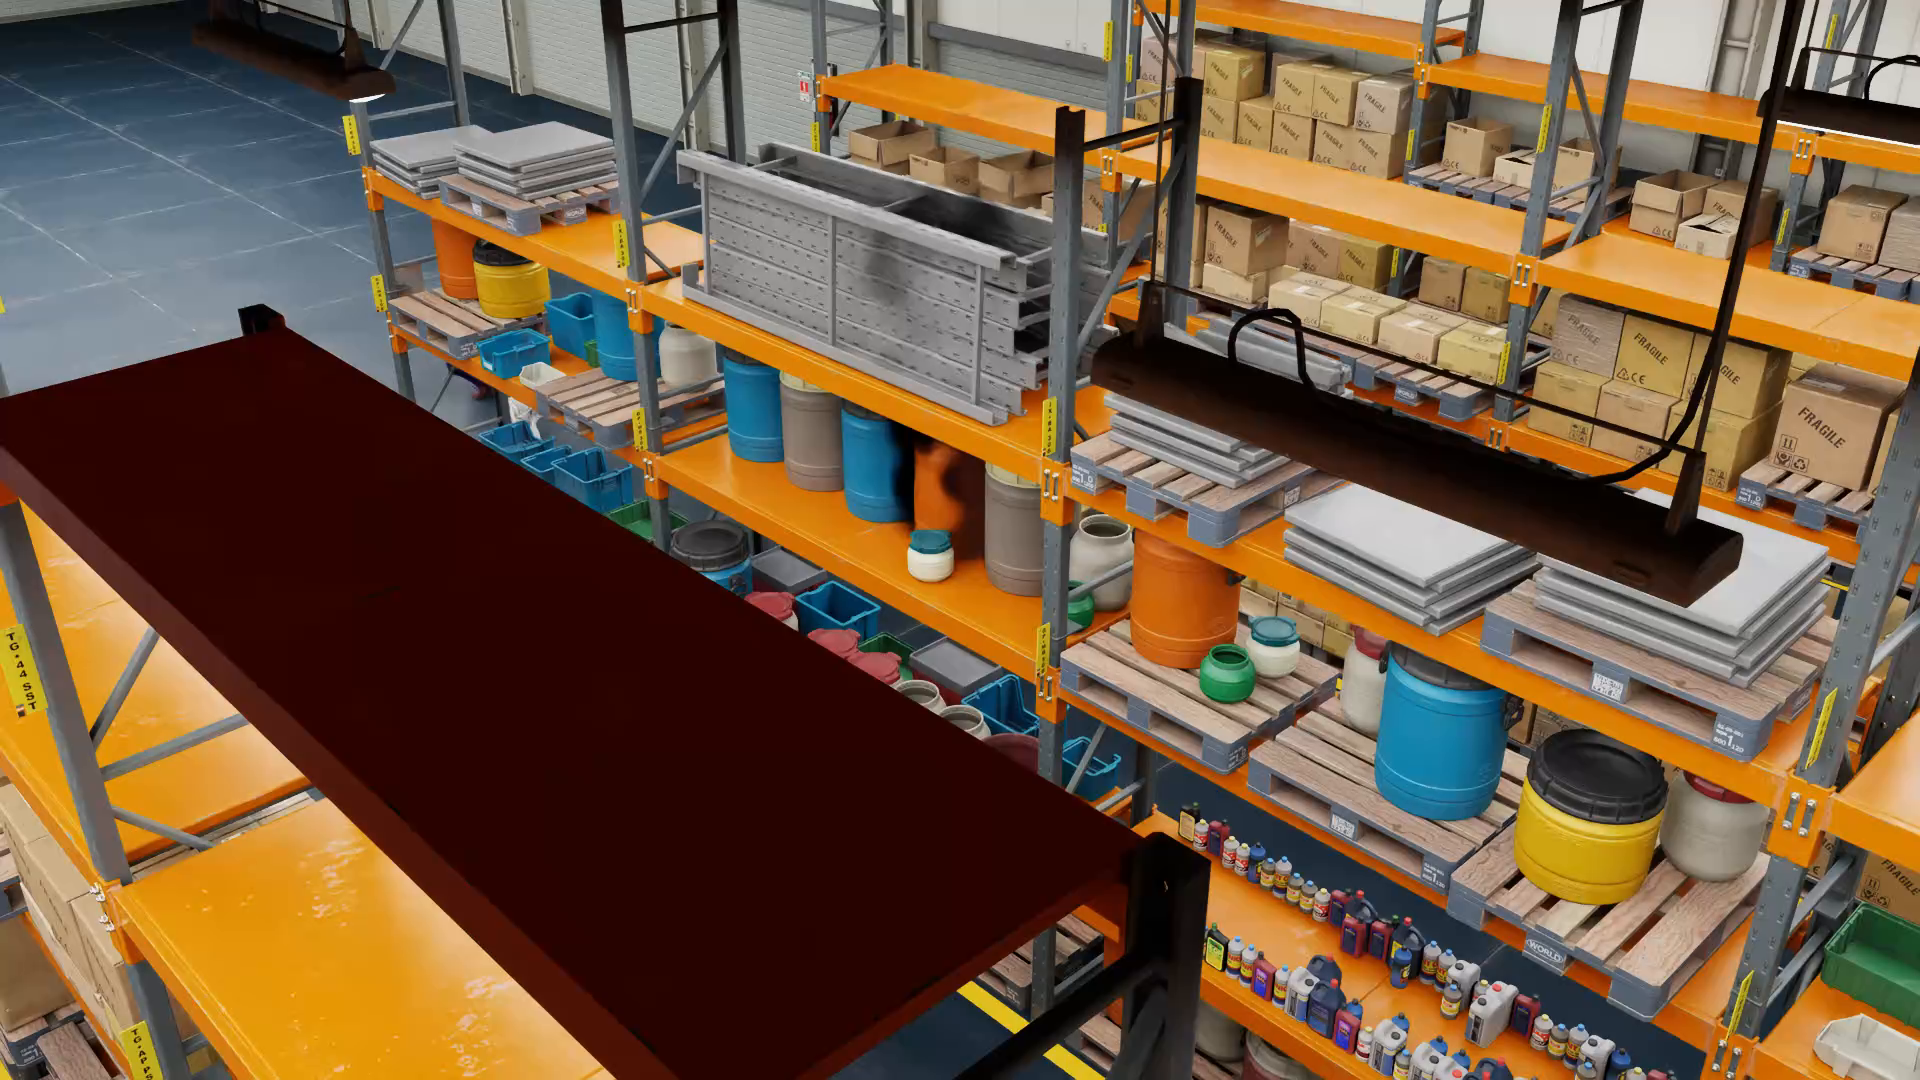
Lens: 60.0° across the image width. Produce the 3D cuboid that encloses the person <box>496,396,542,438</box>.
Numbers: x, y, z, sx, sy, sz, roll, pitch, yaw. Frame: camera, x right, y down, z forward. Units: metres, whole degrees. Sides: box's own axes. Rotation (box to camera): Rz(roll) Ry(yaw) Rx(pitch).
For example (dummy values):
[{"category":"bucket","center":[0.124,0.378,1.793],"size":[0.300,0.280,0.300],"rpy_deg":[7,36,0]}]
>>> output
[{"category":"person","center":[-4.421,-0.963,16.935],"size":[0.606,1.672,0.641],"rpy_deg":[6,29,12]}]

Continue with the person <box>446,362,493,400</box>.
[{"category":"person","center":[-5.886,-2.425,19.668],"size":[0.575,1.604,0.579],"rpy_deg":[-10,30,-18]}]
